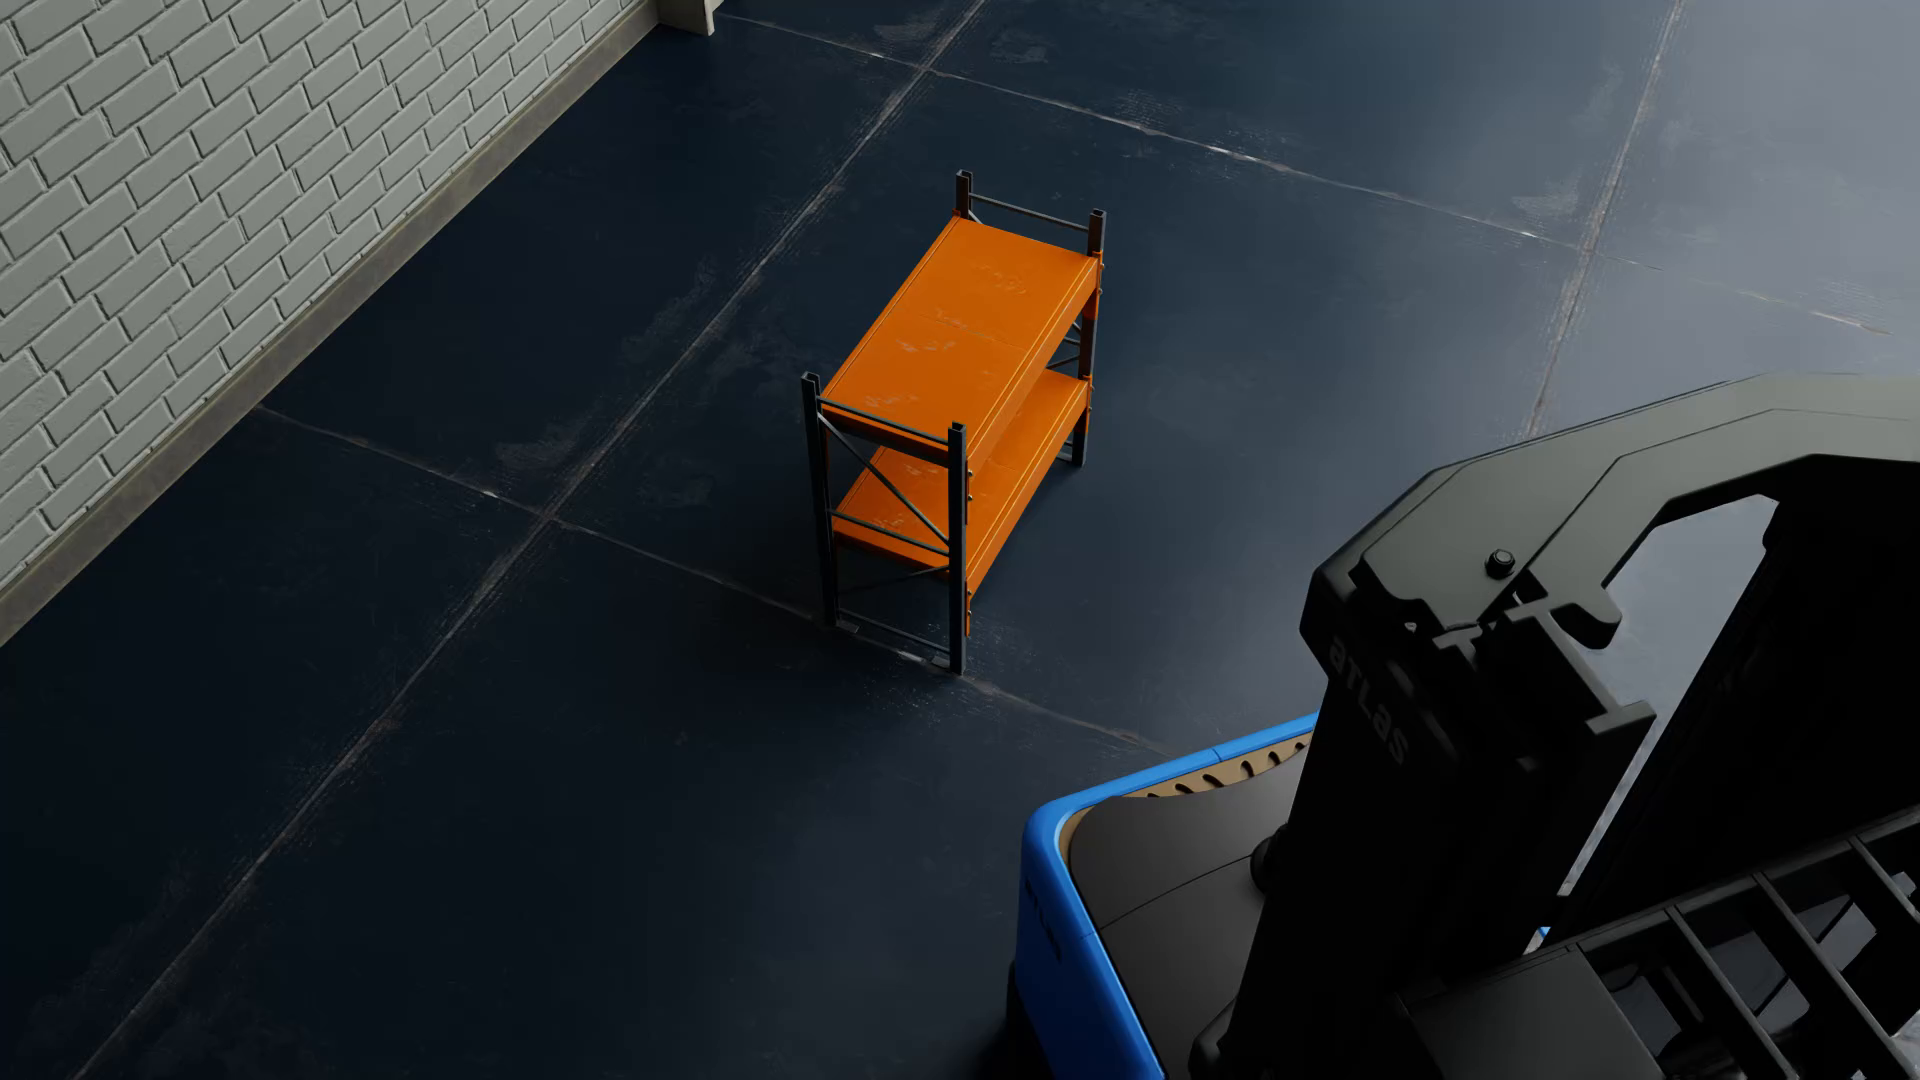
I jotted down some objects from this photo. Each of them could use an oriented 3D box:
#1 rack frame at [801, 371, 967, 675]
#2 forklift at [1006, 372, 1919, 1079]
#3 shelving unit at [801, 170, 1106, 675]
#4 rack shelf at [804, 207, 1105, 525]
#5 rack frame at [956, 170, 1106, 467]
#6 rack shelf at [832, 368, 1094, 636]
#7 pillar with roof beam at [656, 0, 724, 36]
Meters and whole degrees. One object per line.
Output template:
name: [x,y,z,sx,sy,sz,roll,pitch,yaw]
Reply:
rack frame: [-0.214,-0.019,5.028,0.500,1.125,0.032,20,52,16]
forklift: [1.128,1.288,2.730,1.130,2.935,3.031,-16,52,-13]
shelving unit: [0.003,-0.369,5.326,0.538,1.125,1.048,20,52,16]
rack shelf: [0.003,-0.559,5.103,0.538,0.278,1.000,20,52,16]
rack frame: [0.220,-0.719,5.623,0.500,1.125,0.032,20,52,16]
rack shelf: [0.003,-0.211,5.512,0.538,0.278,1.000,20,52,16]
pillar with roof beam: [2.667,-4.049,3.286,9.100,9.000,0.400,20,52,16]
